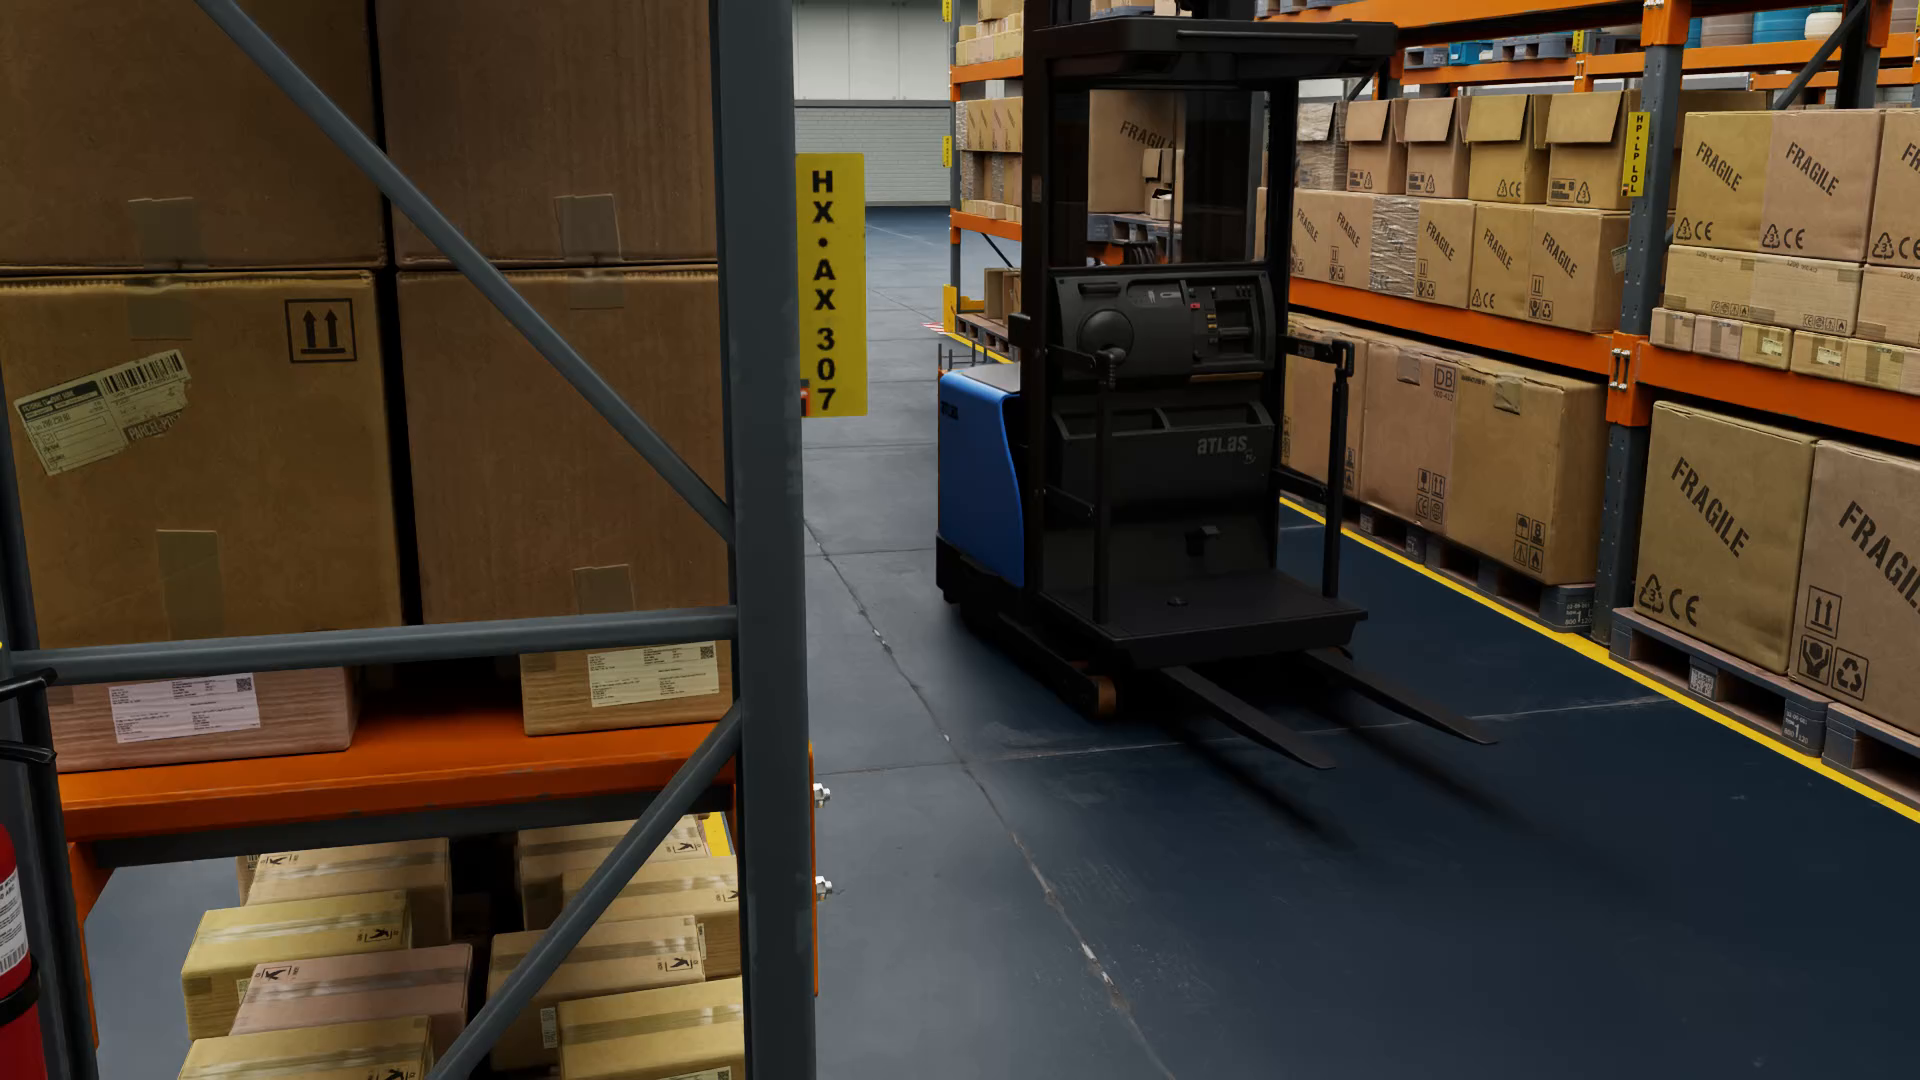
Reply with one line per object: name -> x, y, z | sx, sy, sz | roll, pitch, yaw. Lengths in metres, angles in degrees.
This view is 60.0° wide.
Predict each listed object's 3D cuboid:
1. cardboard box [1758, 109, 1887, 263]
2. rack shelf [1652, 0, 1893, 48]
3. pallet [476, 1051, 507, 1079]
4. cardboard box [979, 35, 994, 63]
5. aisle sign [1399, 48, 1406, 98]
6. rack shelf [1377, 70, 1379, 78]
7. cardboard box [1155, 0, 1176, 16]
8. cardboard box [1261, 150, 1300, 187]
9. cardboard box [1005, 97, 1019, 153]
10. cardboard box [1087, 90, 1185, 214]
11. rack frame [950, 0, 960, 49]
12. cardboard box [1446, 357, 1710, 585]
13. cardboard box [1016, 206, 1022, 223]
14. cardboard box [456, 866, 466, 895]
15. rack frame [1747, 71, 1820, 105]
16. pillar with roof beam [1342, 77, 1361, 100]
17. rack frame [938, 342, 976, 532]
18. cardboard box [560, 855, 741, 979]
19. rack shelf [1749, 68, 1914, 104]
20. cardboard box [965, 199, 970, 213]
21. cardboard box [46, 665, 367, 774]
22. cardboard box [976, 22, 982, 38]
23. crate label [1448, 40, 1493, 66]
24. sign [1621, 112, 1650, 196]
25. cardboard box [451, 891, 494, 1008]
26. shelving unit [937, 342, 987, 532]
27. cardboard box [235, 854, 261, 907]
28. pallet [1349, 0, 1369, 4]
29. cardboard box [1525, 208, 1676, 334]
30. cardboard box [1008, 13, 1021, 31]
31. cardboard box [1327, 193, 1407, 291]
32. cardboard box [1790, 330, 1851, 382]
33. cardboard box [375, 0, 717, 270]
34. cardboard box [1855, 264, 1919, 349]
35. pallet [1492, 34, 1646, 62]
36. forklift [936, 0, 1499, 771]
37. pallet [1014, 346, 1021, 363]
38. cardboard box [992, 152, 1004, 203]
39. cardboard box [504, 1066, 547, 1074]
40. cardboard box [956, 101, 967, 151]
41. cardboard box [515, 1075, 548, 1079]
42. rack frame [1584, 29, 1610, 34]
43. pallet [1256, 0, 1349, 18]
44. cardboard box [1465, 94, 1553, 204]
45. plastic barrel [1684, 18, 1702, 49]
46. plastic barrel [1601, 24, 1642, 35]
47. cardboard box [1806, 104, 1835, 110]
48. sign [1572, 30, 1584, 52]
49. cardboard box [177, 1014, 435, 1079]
cardboard box -> 3.183, -1.237, 5.779 | 0.500, 0.500, 0.500 | -3, 14, -13
rack shelf -> 3.681, -1.686, 4.703 | 1.077, 0.370, 4.000 | -3, 14, -13
pallet -> -0.868, 1.284, 3.227 | 1.003, 0.211, 1.213 | -3, 14, -13
cardboard box -> 0.495, -4.834, 16.387 | 0.500, 0.250, 0.500 | -3, 14, -13
aisle sign -> 4.906, -5.347, 19.016 | 0.394, 0.787, 0.004 | -3, 14, -13
rack shelf -> 1.802, -3.532, 12.257 | 1.077, 0.370, 4.000 | -3, 14, -13
cardboard box -> 1.677, -3.672, 11.634 | 0.500, 0.250, 0.500 | -3, 14, -12
cardboard box -> 2.106, -2.337, 11.079 | 0.500, 0.500, 0.500 | -5, 15, -20
cardboard box -> 0.724, -3.883, 15.557 | 0.500, 0.500, 0.500 | -3, 14, -13
cardboard box -> 1.383, -3.190, 13.513 | 1.000, 1.000, 1.000 | -3, 14, -13
rack frame -> 0.393, -6.722, 17.482 | 1.000, 3.000, 0.127 | -3, 14, -13
cardboard box -> 3.042, -0.358, 7.665 | 1.225, 0.875, 0.875 | -3, 14, -13
cardboard box -> 0.751, -3.088, 15.774 | 0.380, 0.149, 0.250 | -3, 14, -13
cardboard box -> -1.394, 0.912, 3.995 | 0.380, 0.149, 0.250 | -3, 14, -12
rack frame -> 10.023, -4.359, 20.450 | 1.000, 3.000, 0.127 | -3, 14, -13
pillar with roof beam -> 6.022, -12.734, 42.088 | 9.100, 9.000, 0.400 | -3, 14, -13
rack frame -> -0.016, -0.526, 8.867 | 0.200, 1.050, 0.008 | -3, 14, -13
cardboard box -> -0.603, 0.766, 3.339 | 0.380, 0.149, 0.250 | -3, 14, -13
rack shelf -> 10.493, -5.006, 18.291 | 1.077, 0.370, 4.000 | -3, 14, -13
cardboard box -> 0.268, -3.548, 17.659 | 0.380, 0.149, 0.250 | -3, 14, -13
cardboard box -> -1.046, 0.199, 2.322 | 0.380, 0.149, 0.250 | -3, 14, -13
cardboard box -> 0.374, -5.126, 16.745 | 0.380, 0.149, 0.250 | -3, 14, -11
crate label -> 5.326, -5.019, 17.142 | 0.502, 0.251, 0.408 | -3, 14, -13
sign -> 2.686, -1.531, 6.601 | 0.100, 0.325, 0.005 | -3, 14, -13
cardboard box -> -1.182, 0.879, 3.503 | 0.380, 0.149, 0.250 | -3, 14, -14
shelving unit -> 0.013, -0.498, 8.752 | 0.215, 1.050, 0.252 | -3, 14, -13
cardboard box -> -1.369, 0.684, 3.675 | 0.380, 0.149, 0.250 | -3, 14, -11
pallet -> 2.740, -2.924, 8.655 | 1.003, 0.211, 1.213 | -3, 14, -11
cardboard box -> 2.836, -1.181, 7.230 | 0.500, 0.500, 0.500 | -3, 14, -13
cardboard box -> 0.661, -4.826, 15.515 | 0.380, 0.149, 0.250 | -3, 14, -11
cardboard box -> 2.369, -1.647, 9.137 | 0.500, 0.500, 0.500 | -4, 14, -14
cardboard box -> 3.145, -0.649, 5.792 | 0.380, 0.149, 0.250 | -4, 14, -15
cardboard box -> -0.542, -0.661, 2.368 | 0.500, 0.500, 0.500 | -3, 14, -14
cardboard box -> 3.306, -0.754, 5.383 | 0.500, 0.250, 0.500 | -3, 14, -12
pallet -> 5.882, -4.688, 15.872 | 1.213, 0.211, 1.003 | -3, 14, -13
forklift -> 0.886, -0.868, 6.304 | 1.130, 2.935, 3.031 | -5, 15, -20
pallet -> 1.140, -1.684, 15.374 | 1.003, 0.211, 1.213 | -3, 14, -13
cardboard box -> 0.805, -3.646, 16.694 | 0.875, 0.500, 0.500 | -3, 14, -13
cardboard box -> -0.721, 0.920, 3.338 | 0.380, 0.149, 0.250 | -3, 14, -12
cardboard box -> 0.257, -4.345, 17.446 | 0.500, 0.500, 0.500 | -3, 14, -13
cardboard box -> -0.647, 1.123, 3.134 | 0.380, 0.149, 0.250 | -3, 14, -13
rack frame -> 6.147, -6.076, 14.835 | 1.000, 3.000, 0.127 | -3, 14, -13
pallet -> 2.475, -3.182, 9.710 | 1.213, 0.211, 1.003 | -3, 14, -11
cardboard box -> 2.903, -1.881, 7.983 | 0.797, 0.503, 0.637 | -3, 14, -13
plastic barrel -> 6.477, -4.757, 14.700 | 0.600, 0.901, 0.708 | -3, 14, -13
plastic barrel -> 6.237, -4.987, 15.579 | 0.421, 0.512, 0.421 | 0, 14, 0
cardboard box -> 10.262, -4.796, 19.295 | 0.700, 0.500, 0.500 | -4, 14, -15
sign -> 5.610, -4.595, 15.074 | 0.100, 0.325, 0.005 | -3, 14, -13
cardboard box -> -1.065, 0.920, 2.709 | 0.380, 0.149, 0.250 | -3, 14, -13
